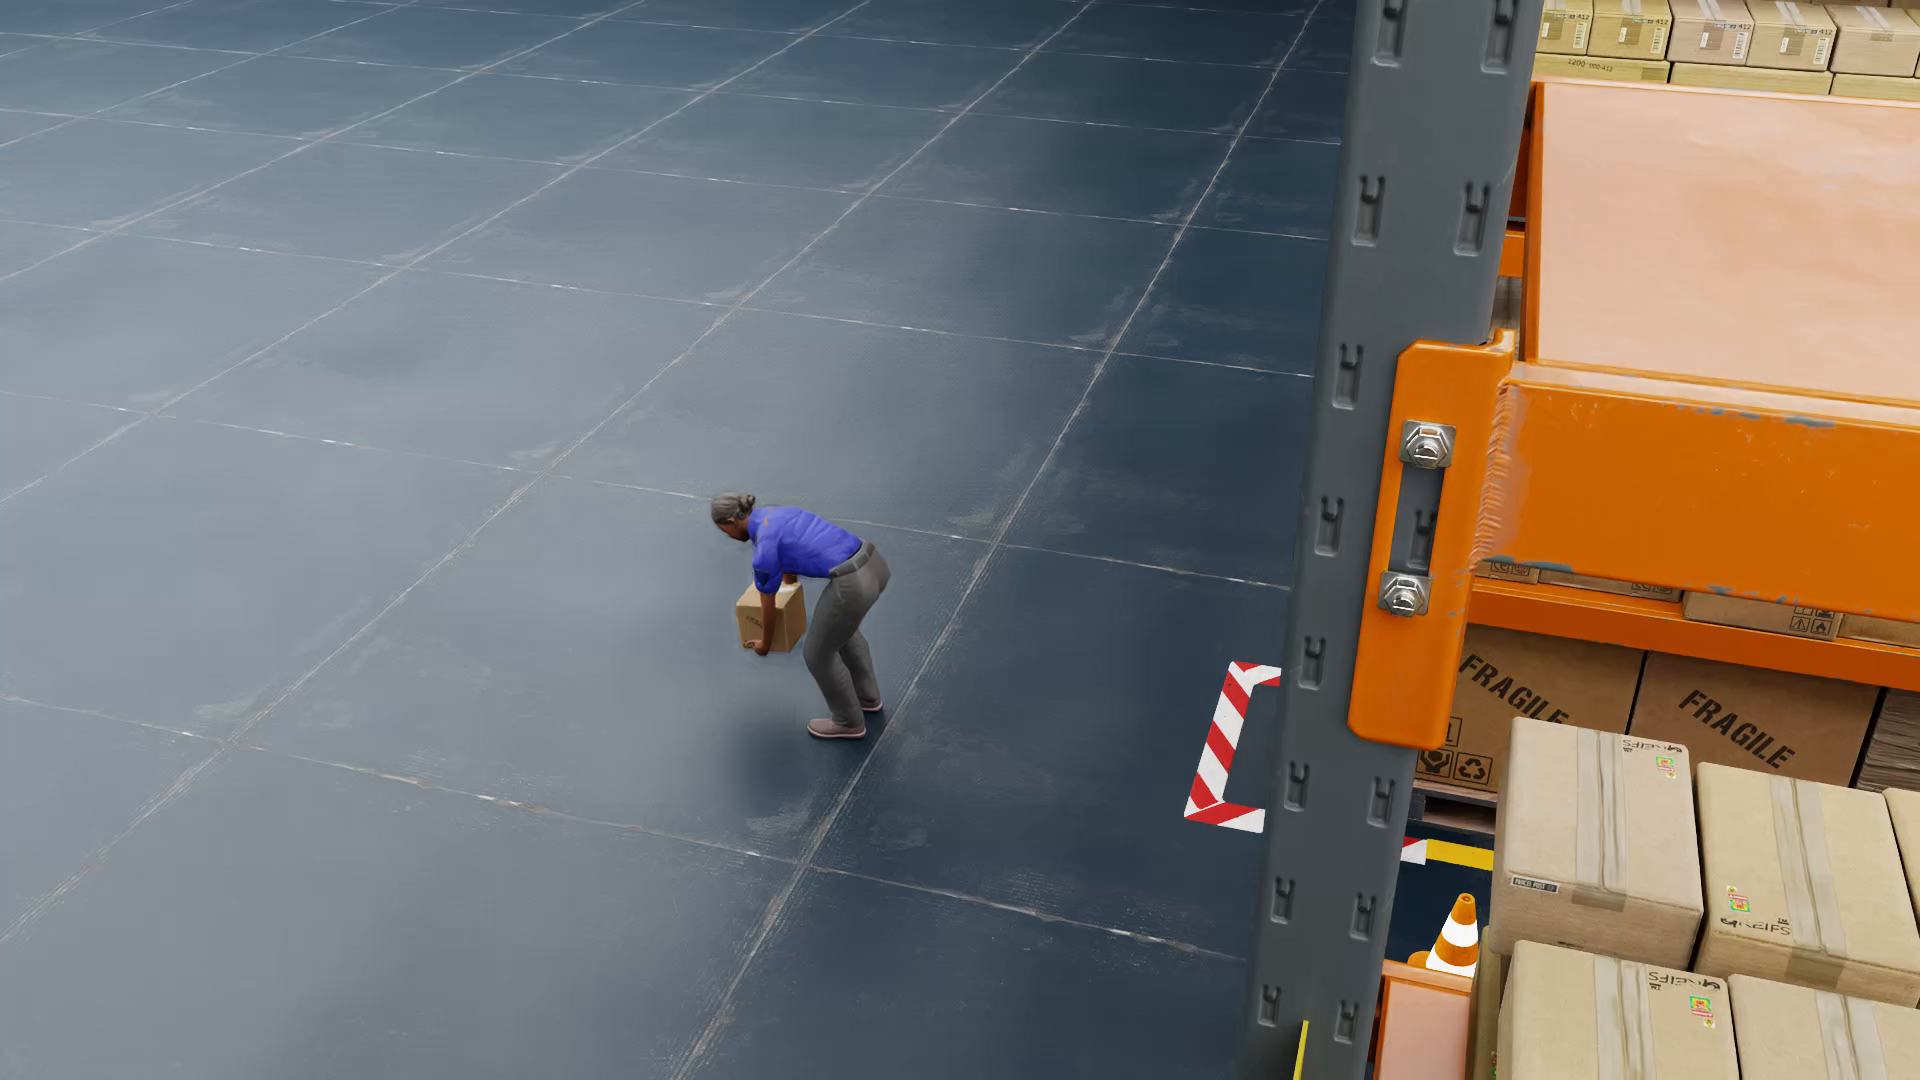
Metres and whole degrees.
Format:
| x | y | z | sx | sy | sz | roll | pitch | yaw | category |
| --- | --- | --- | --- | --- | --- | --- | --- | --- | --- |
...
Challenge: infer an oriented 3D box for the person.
| x | y | z | sx | sy | sz | roll | pitch | yaw | category |
| --- | --- | --- | --- | --- | --- | --- | --- | --- | --- |
| -0.762 | 0.343 | 7.997 | 0.844 | 1.201 | 0.413 | 8 | 30 | 13 | person |
